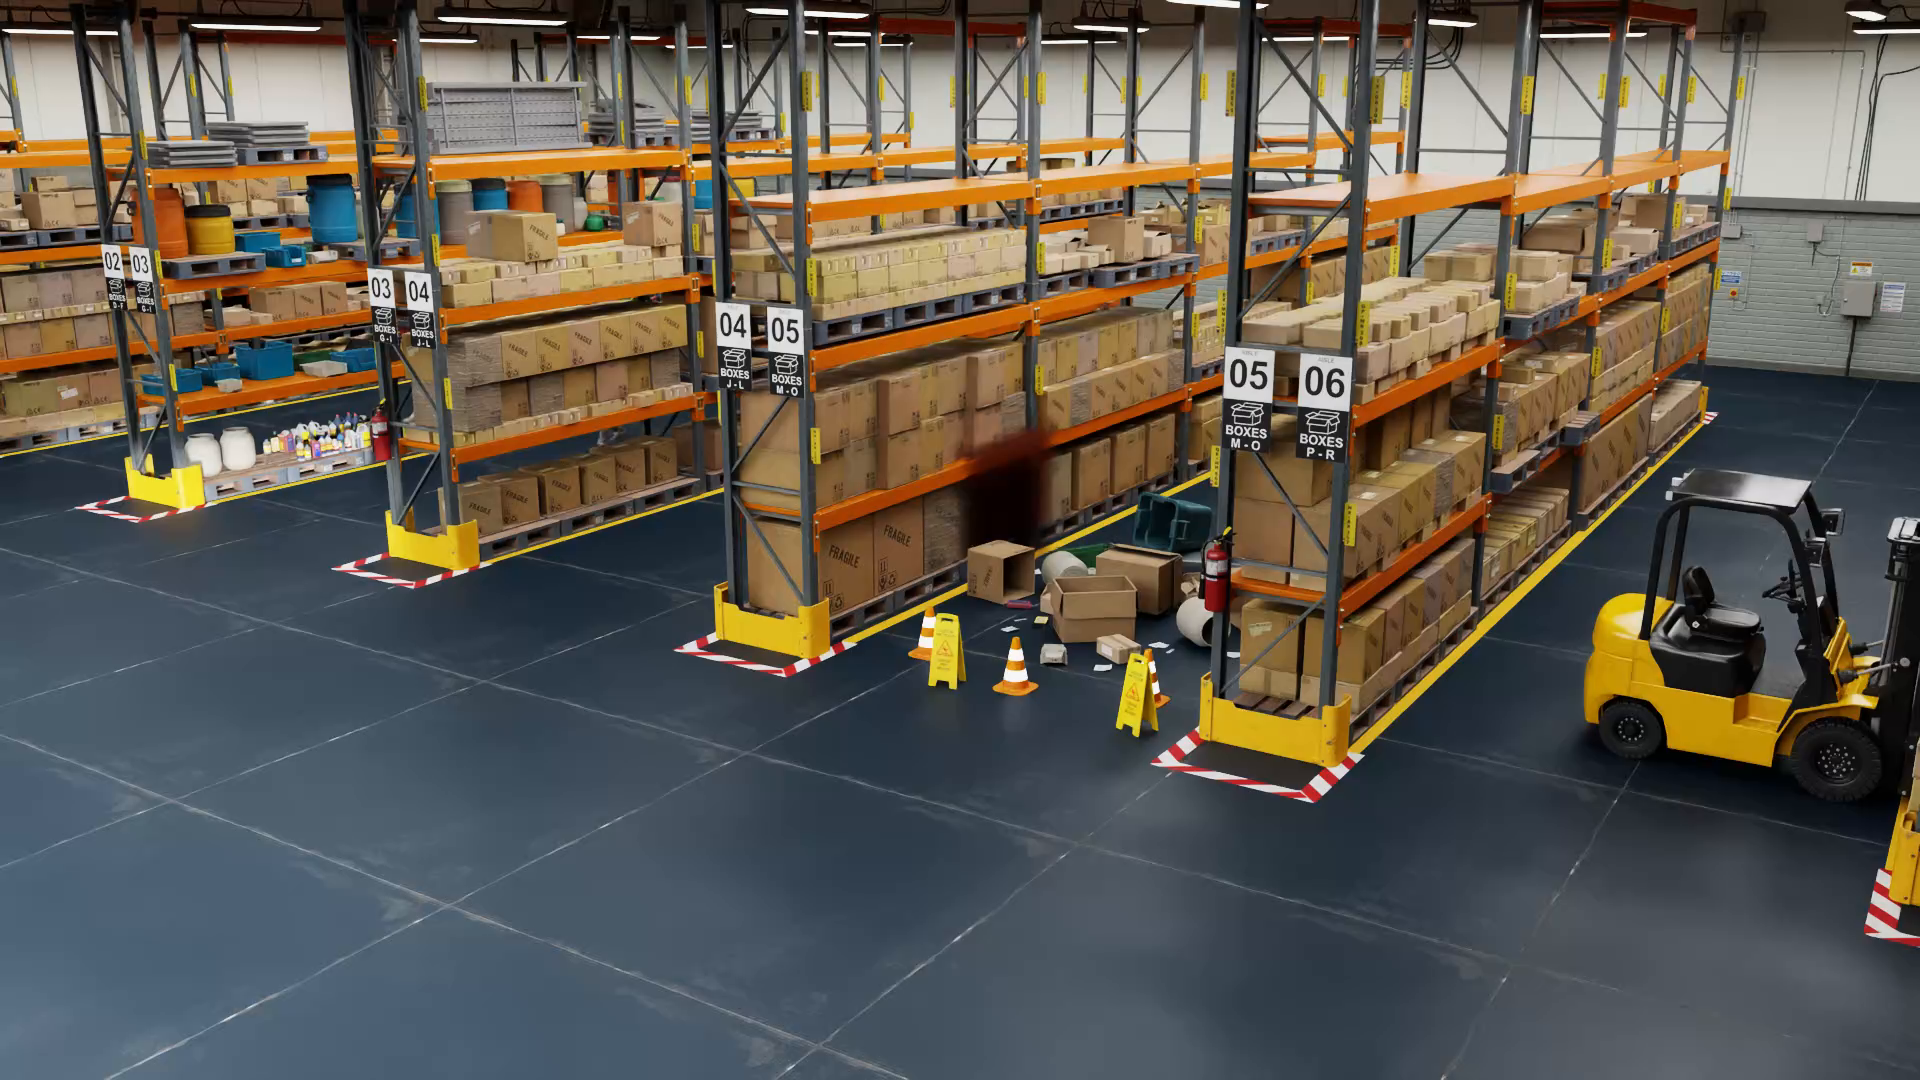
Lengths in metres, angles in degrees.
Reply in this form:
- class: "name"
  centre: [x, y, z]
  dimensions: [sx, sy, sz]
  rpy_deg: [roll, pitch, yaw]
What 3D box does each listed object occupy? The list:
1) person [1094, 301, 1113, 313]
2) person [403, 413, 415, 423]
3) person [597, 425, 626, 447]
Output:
- class: "person"
  centre: [2.557, -3.367, 28.206]
  dimensions: [0.662, 1.673, 0.749]
  rpy_deg: [13, 20, 40]
- class: "person"
  centre: [-8.166, -2.651, 25.537]
  dimensions: [1.123, 1.707, 0.546]
  rpy_deg: [-15, 21, -43]
- class: "person"
  centre: [-5.014, -2.140, 23.728]
  dimensions: [0.661, 1.766, 0.773]
  rpy_deg: [8, 17, 26]
